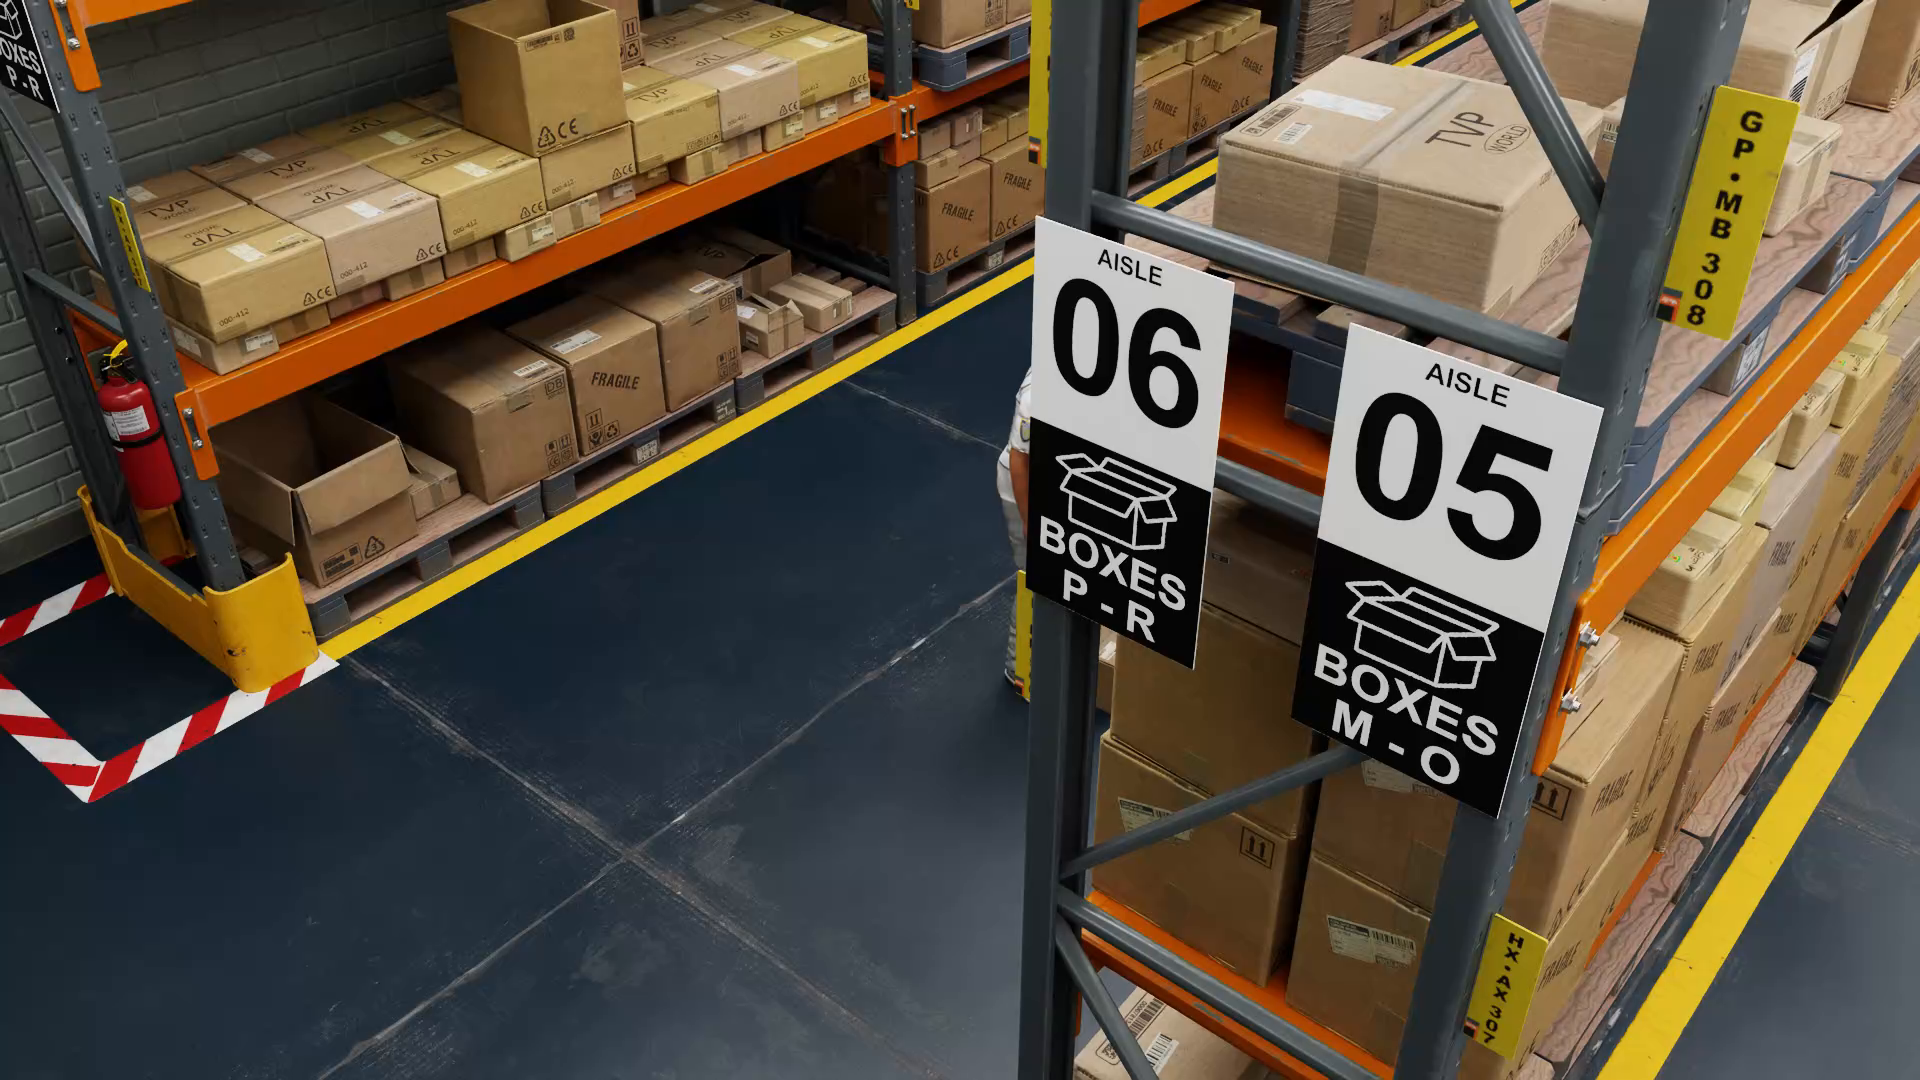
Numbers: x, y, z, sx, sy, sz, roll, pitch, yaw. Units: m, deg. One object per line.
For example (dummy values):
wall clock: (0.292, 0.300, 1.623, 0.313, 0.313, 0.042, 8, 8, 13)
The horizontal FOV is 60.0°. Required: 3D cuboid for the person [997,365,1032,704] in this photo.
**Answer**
person: (0.396, -0.162, 6.370, 0.467, 1.665, 0.538, 25, 42, 31)
